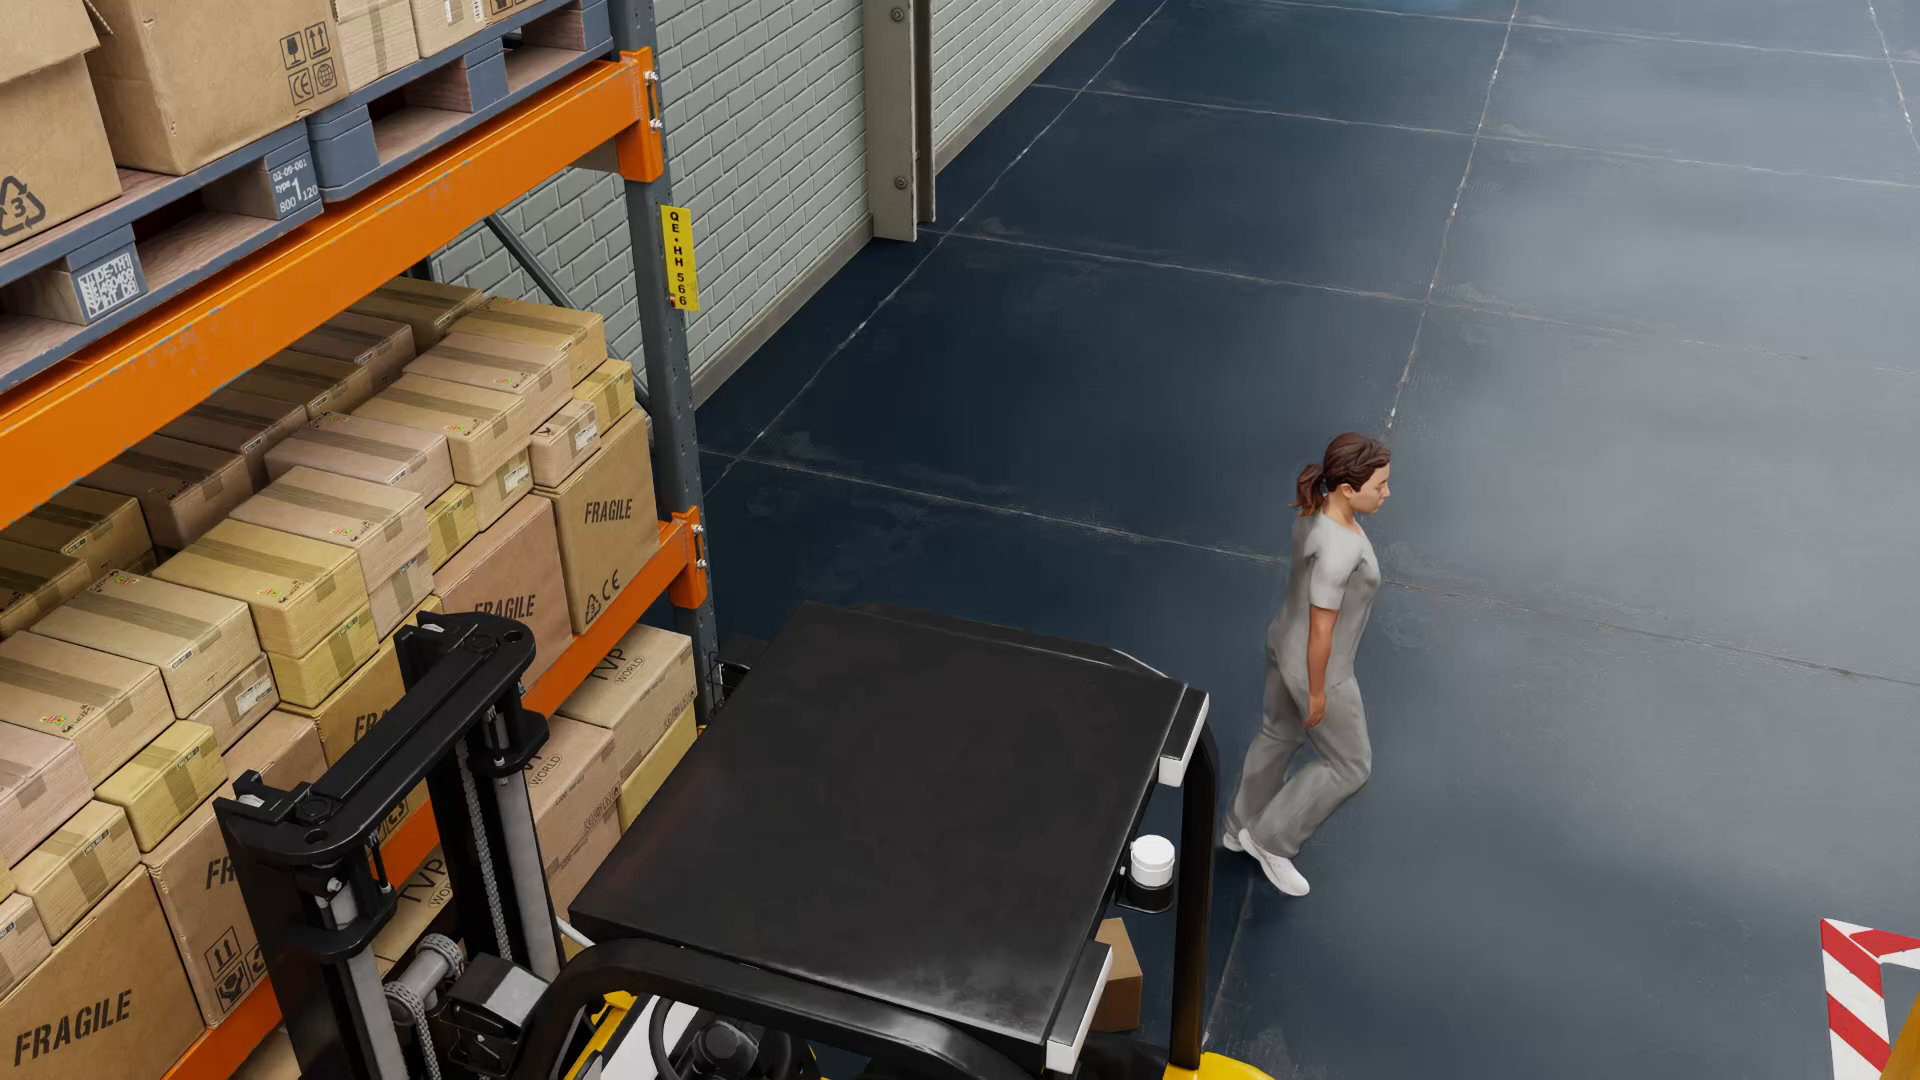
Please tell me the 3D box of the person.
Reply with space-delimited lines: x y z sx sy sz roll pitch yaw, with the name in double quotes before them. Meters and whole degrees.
"person" 1.151 0.407 5.485 0.426 1.665 0.520 -2 33 -3
